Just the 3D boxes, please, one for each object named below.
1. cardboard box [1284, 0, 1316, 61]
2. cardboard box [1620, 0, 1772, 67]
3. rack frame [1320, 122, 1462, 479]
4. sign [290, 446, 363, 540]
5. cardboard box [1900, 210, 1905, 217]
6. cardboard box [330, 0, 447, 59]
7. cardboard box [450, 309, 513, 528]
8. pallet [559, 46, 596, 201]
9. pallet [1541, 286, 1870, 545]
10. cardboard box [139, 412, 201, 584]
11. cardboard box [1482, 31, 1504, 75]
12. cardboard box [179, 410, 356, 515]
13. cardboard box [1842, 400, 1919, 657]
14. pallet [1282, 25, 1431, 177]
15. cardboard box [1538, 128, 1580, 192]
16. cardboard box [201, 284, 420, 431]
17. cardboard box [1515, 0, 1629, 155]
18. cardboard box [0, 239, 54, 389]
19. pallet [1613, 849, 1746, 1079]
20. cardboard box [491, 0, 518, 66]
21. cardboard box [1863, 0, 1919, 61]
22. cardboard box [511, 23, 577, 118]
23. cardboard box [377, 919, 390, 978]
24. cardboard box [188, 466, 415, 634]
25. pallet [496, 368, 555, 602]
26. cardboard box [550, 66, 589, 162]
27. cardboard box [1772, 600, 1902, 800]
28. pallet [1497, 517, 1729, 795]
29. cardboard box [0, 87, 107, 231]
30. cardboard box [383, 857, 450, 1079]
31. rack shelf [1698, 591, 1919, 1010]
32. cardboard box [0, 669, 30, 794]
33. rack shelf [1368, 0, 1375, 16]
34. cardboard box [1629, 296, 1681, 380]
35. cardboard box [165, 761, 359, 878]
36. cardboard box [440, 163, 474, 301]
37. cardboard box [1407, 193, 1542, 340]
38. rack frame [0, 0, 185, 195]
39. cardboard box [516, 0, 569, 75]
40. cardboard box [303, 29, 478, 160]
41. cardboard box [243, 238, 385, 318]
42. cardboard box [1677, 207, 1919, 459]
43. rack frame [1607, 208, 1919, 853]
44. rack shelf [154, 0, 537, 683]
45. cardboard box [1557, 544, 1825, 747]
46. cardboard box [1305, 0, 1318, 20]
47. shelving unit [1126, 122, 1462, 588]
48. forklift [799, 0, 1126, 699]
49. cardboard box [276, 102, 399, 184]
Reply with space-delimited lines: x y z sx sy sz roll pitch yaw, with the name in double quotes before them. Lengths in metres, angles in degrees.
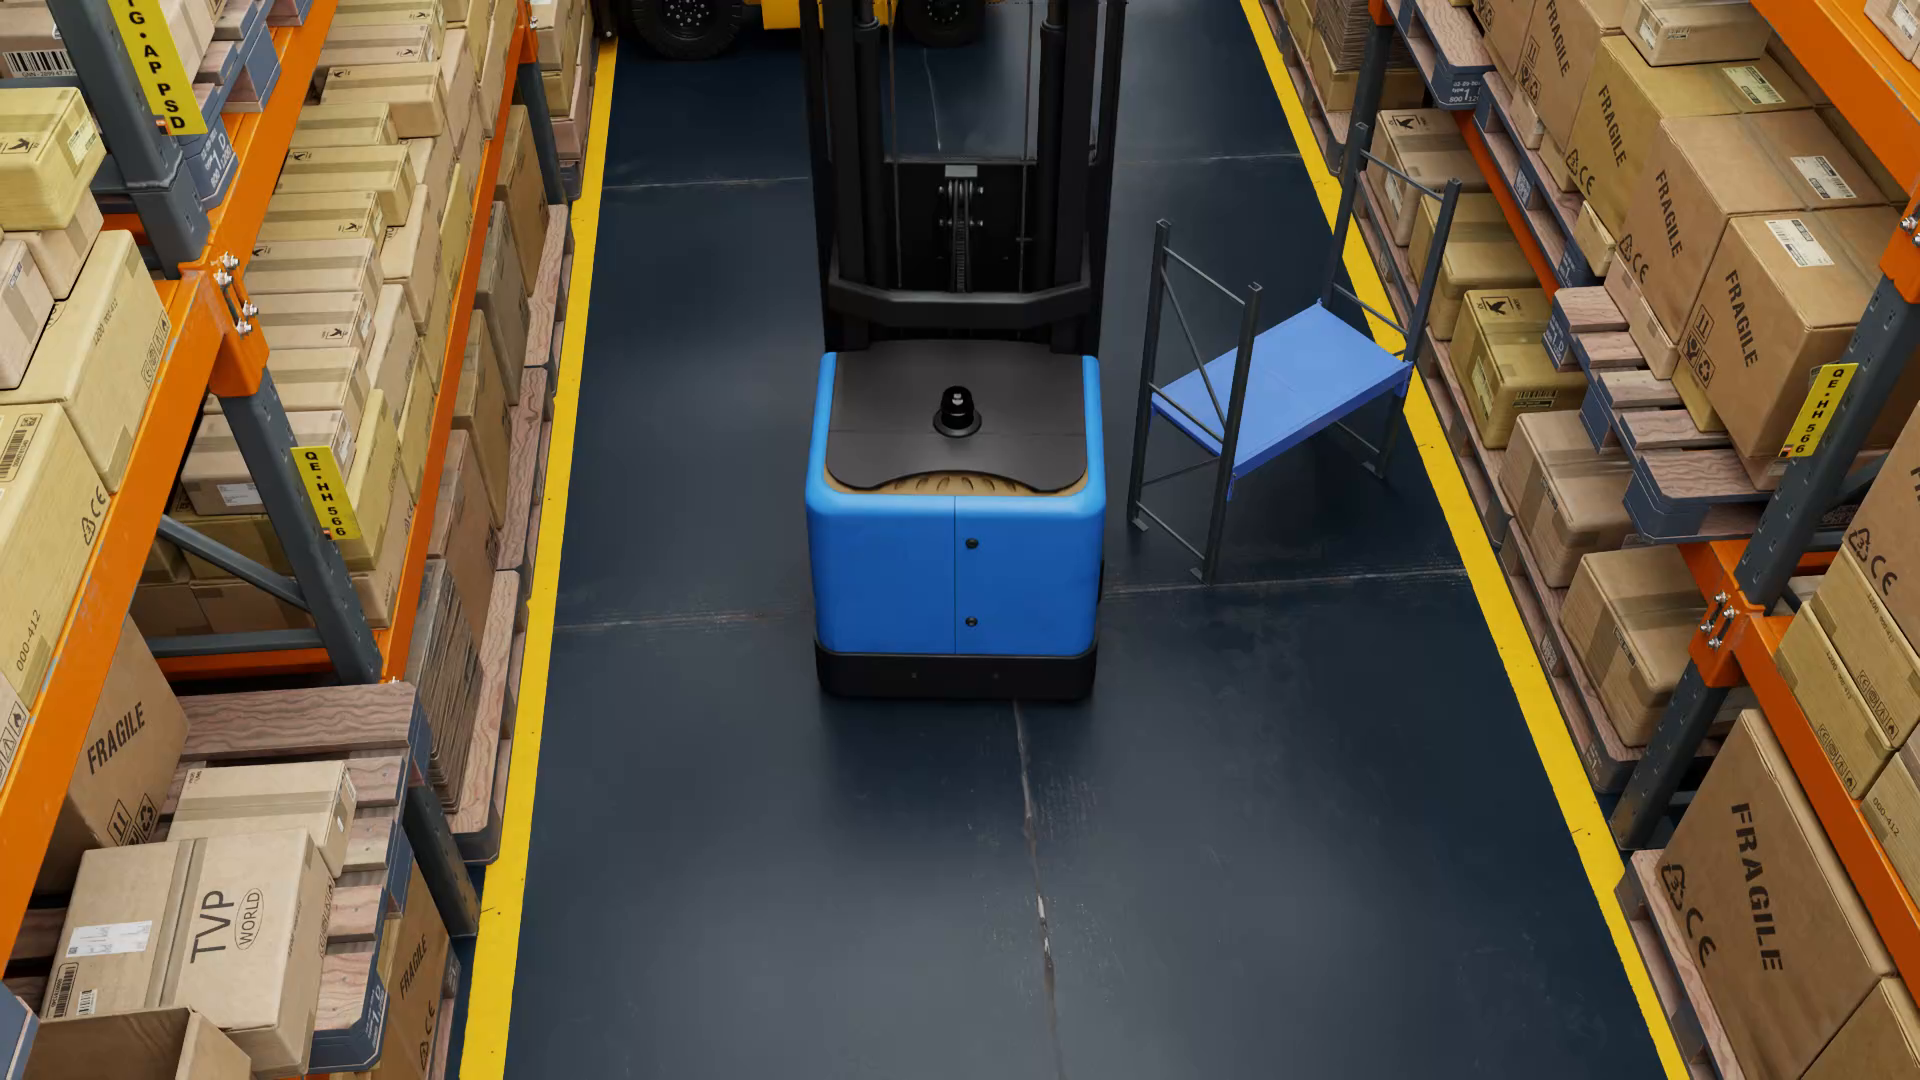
"cardboard box" 2.105 -2.898 9.169 0.500 0.250 0.500 -5 47 -4
"cardboard box" 2.393 -1.679 5.401 0.380 0.149 0.250 -6 47 -5
"rack frame" 1.665 -0.926 6.730 0.032 1.500 0.500 -29 53 -25
"sign" -1.594 -0.115 4.186 0.100 0.325 0.005 -3 47 -3
"cardboard box" 3.004 -0.629 4.854 0.500 0.500 0.500 -5 47 -4
"cardboard box" -2.098 -1.880 6.086 0.380 0.149 0.250 -4 47 -4
"cardboard box" -2.292 -0.443 6.587 0.875 0.625 0.625 -5 47 -5
"pallet" -2.494 -2.217 8.841 1.003 0.211 1.213 -3 47 -3
"pallet" 2.646 -0.452 5.380 1.213 0.211 1.003 -3 47 -3
"cardboard box" -2.449 -0.132 4.705 0.500 0.250 0.500 -3 47 -2
"cardboard box" 2.300 -1.971 6.571 0.380 0.149 0.250 -3 47 -3
"cardboard box" -1.868 -0.210 4.504 0.380 0.149 0.250 -2 47 -2
"cardboard box" 2.609 -0.015 4.077 0.500 0.500 0.500 -5 47 -5
"pallet" 2.385 -2.427 9.040 1.003 0.211 1.213 -3 47 -3
"cardboard box" 2.341 -1.406 6.036 0.380 0.149 0.250 -5 47 -5
"cardboard box" -1.969 -0.523 5.075 0.500 0.250 0.500 -2 47 -2
"cardboard box" 2.354 -1.735 5.901 0.500 0.500 0.500 -5 47 -5
"cardboard box" -1.863 -0.391 2.953 0.380 0.149 0.250 -4 47 -4
"pallet" 2.802 1.525 5.297 1.003 0.211 1.213 -3 47 -3
"cardboard box" -2.166 -2.198 7.005 0.500 0.250 0.500 -3 47 -2
"cardboard box" 2.547 -1.348 4.204 0.380 0.149 0.250 -3 47 -3
"cardboard box" -2.202 -2.338 8.295 0.500 0.250 0.500 -4 47 -3
"cardboard box" -1.841 1.130 4.736 0.380 0.149 0.250 -6 47 -5
"cardboard box" -1.928 0.012 4.913 0.500 0.250 0.500 -3 47 -3
"pallet" -2.264 -0.224 6.953 1.003 0.211 1.213 -3 47 -3
"cardboard box" -2.180 -2.167 8.478 0.500 0.250 0.500 -3 47 -3
"cardboard box" 2.602 0.412 4.533 0.500 0.250 0.500 -4 47 -4
"pallet" 2.748 0.385 6.377 1.003 0.211 1.213 -3 47 -3
"cardboard box" -1.811 -0.693 3.034 0.380 0.149 0.250 -2 47 -2
"cardboard box" -1.885 1.304 5.018 0.500 0.500 0.500 -2 47 -2
"rack shelf" 2.979 1.686 3.719 1.077 0.370 4.000 -3 47 -3
"cardboard box" -1.765 0.398 2.481 0.500 0.250 0.500 -3 47 -3
"rack shelf" 2.309 -4.102 9.201 1.077 0.370 4.000 -3 47 -3
"cardboard box" 2.389 -0.659 5.328 0.380 0.149 0.250 -4 47 -4
"cardboard box" -1.697 0.690 4.051 0.380 0.149 0.250 -3 47 -3
"cardboard box" -2.057 -1.100 5.966 0.500 0.250 0.500 -2 47 -2
"cardboard box" 2.587 -1.244 7.519 0.950 0.372 0.625 -1 47 -1
"rack frame" -2.134 -1.767 2.362 1.000 3.000 0.127 -3 47 -3
"cardboard box" -2.197 -2.510 8.114 0.500 0.250 0.500 -4 47 -4
"cardboard box" -2.086 -1.637 6.130 0.500 0.250 0.500 -3 47 -3
"cardboard box" -1.973 -0.776 5.040 0.380 0.149 0.250 -3 47 -3
"cardboard box" 2.496 -0.602 4.827 0.500 0.500 0.500 -5 47 -4
"rack frame" 2.811 -0.009 4.829 1.000 3.000 0.127 -3 47 -3
"rack shelf" -2.302 -0.904 6.172 1.077 0.370 4.000 -3 47 -3
"cardboard box" 2.774 0.341 6.018 0.950 0.372 0.625 -6 47 -6
"cardboard box" 2.115 -3.139 8.881 0.500 0.500 0.500 -3 47 -3
"shelving unit" 1.263 -0.700 6.516 1.048 1.500 0.538 -29 53 -25
"forklift" 0.013 -1.468 6.258 1.130 2.935 3.031 1 47 1
"cardboard box" -2.104 -1.326 5.560 0.380 0.149 0.250 -3 47 -3
